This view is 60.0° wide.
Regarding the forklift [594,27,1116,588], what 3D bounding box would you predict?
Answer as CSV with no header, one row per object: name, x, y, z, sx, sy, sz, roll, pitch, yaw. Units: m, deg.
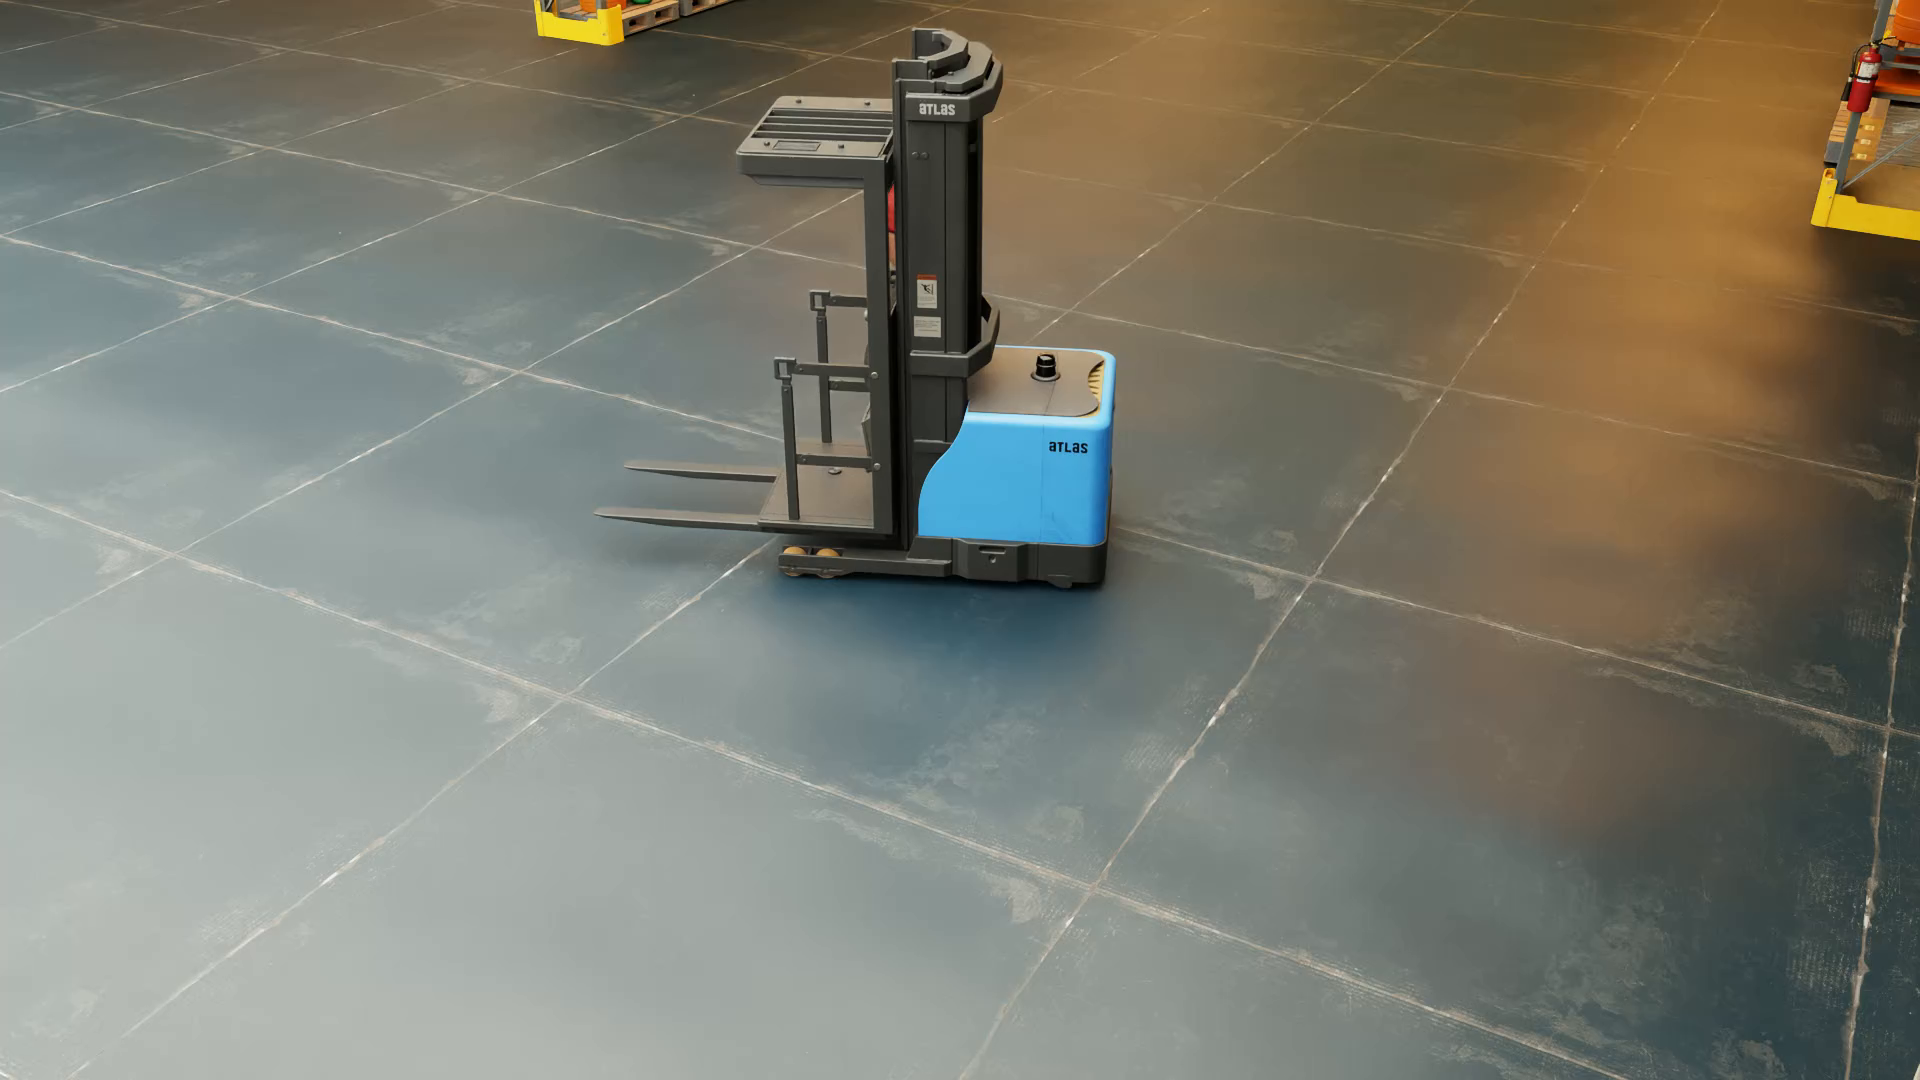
forklift,-0.624,-1.307,9.335,3.031,2.935,1.130,3,30,6

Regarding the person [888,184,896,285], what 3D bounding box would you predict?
person,-0.421,-1.893,11.555,0.402,1.725,0.599,-7,31,-11
